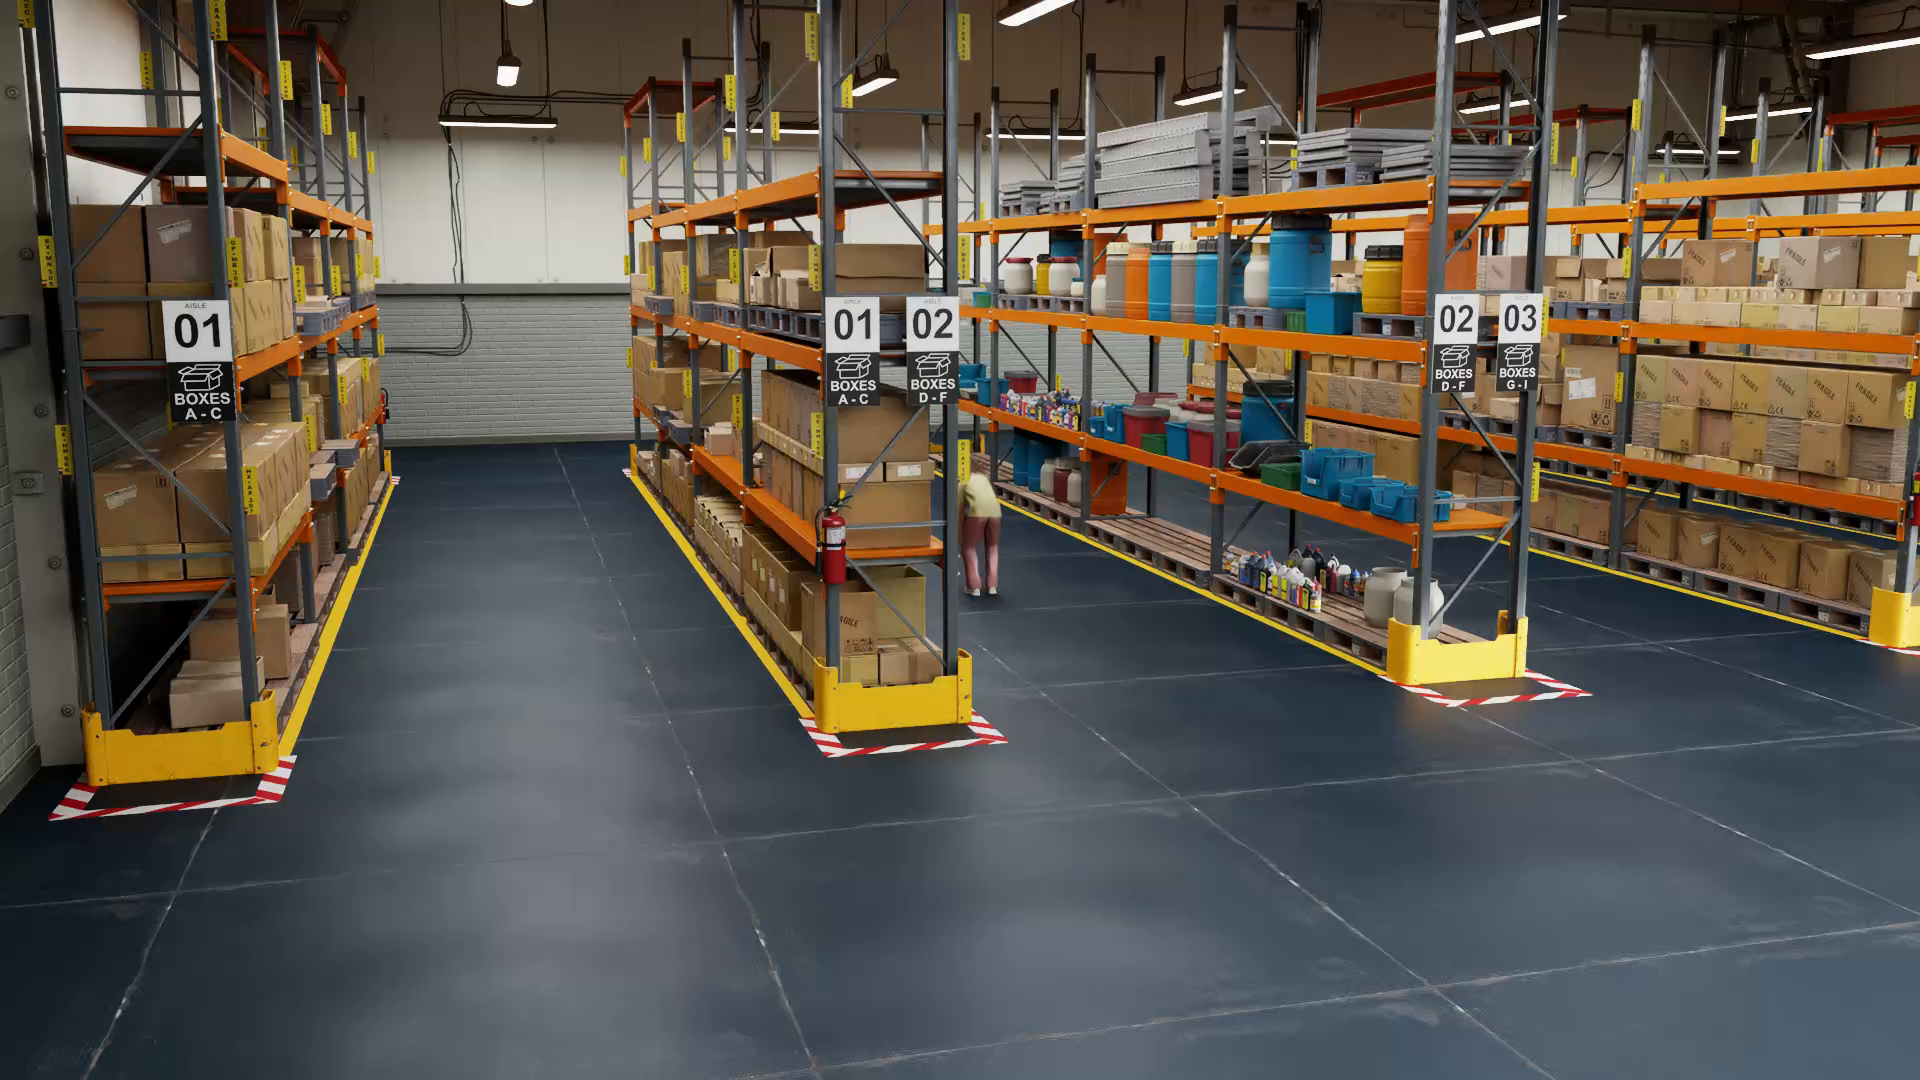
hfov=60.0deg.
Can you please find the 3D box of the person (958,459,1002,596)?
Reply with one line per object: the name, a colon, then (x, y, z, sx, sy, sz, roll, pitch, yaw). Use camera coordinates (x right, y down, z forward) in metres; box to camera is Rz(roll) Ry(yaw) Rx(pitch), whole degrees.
person: (0.181, -0.143, 17.632, 0.407, 1.394, 0.760, -3, 10, -17)
